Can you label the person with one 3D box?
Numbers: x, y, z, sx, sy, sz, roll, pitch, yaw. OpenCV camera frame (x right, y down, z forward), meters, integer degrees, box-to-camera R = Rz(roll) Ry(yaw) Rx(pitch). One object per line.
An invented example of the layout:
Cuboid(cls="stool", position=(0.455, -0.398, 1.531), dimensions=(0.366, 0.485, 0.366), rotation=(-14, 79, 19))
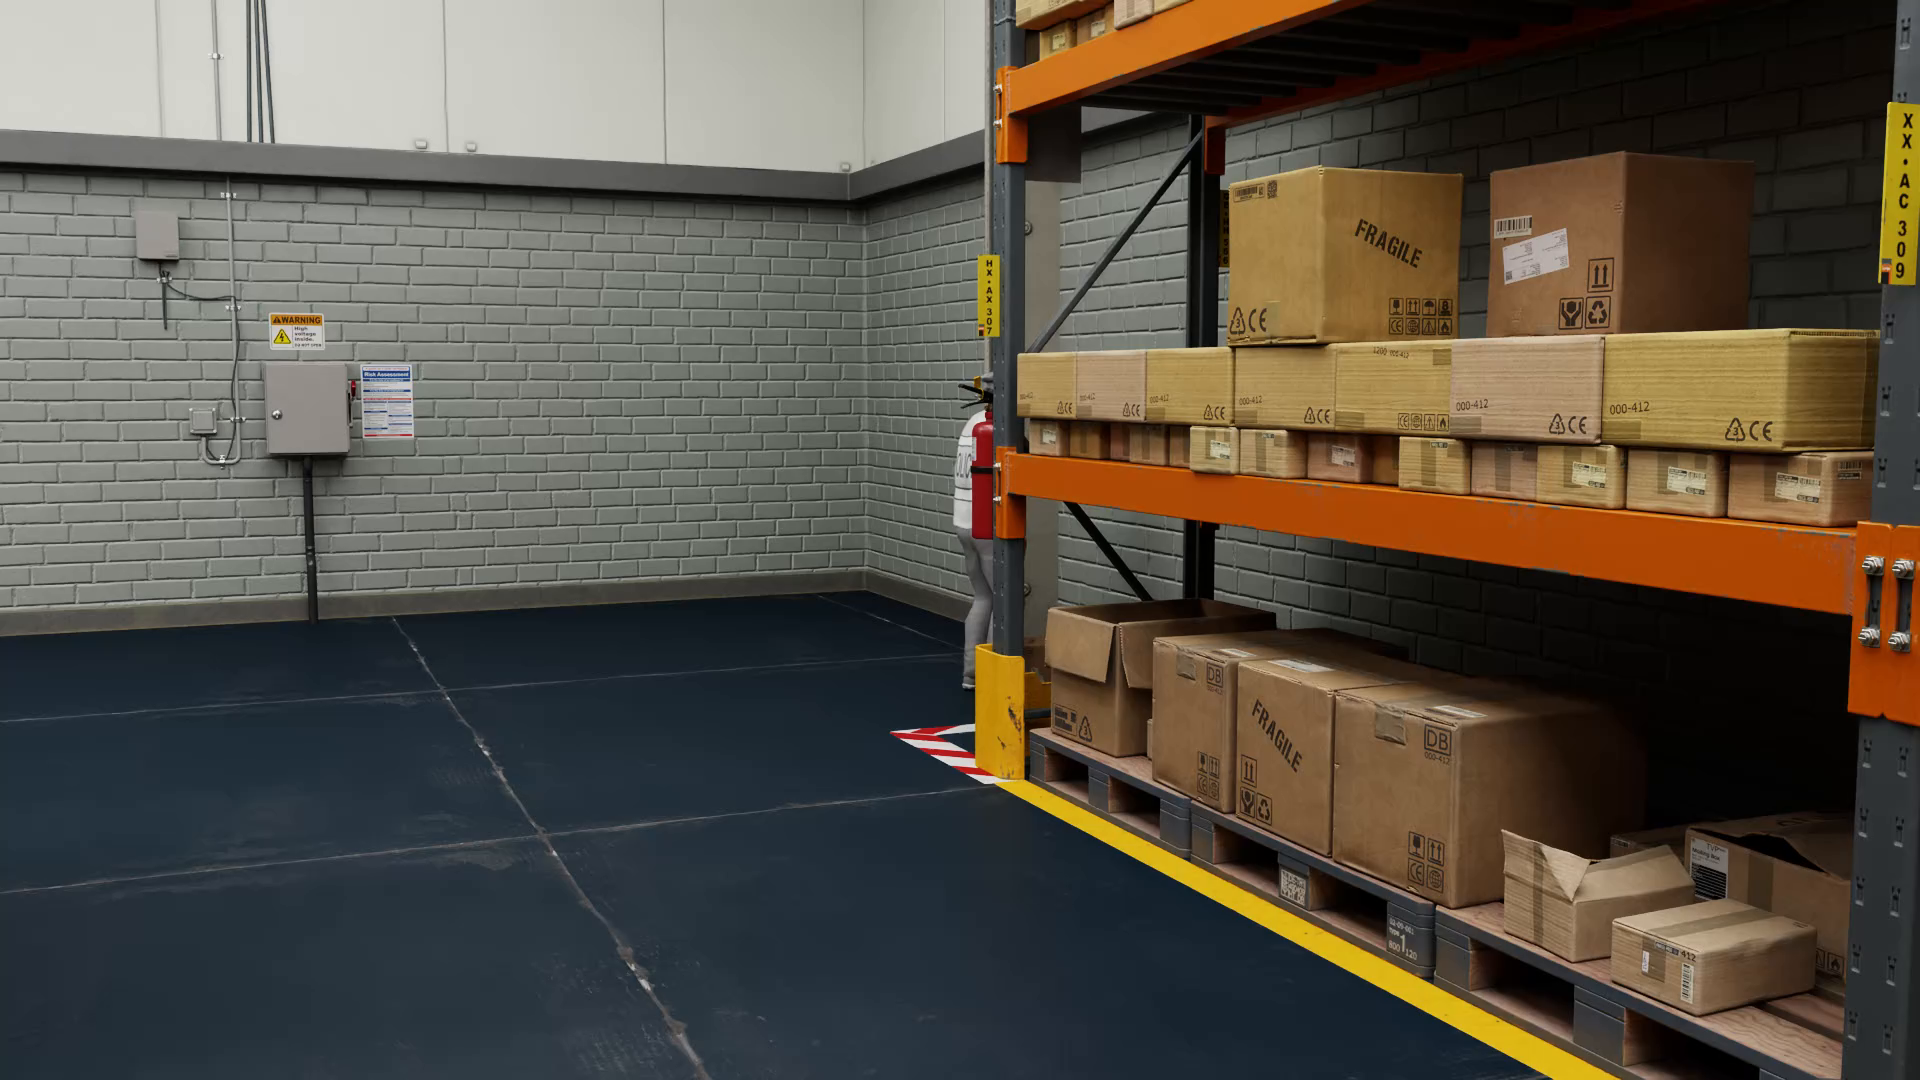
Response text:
Cuboid(cls="person", position=(0.185, -0.043, 8.456), dimensions=(0.396, 1.658, 0.509), rotation=(-2, 6, -24))
